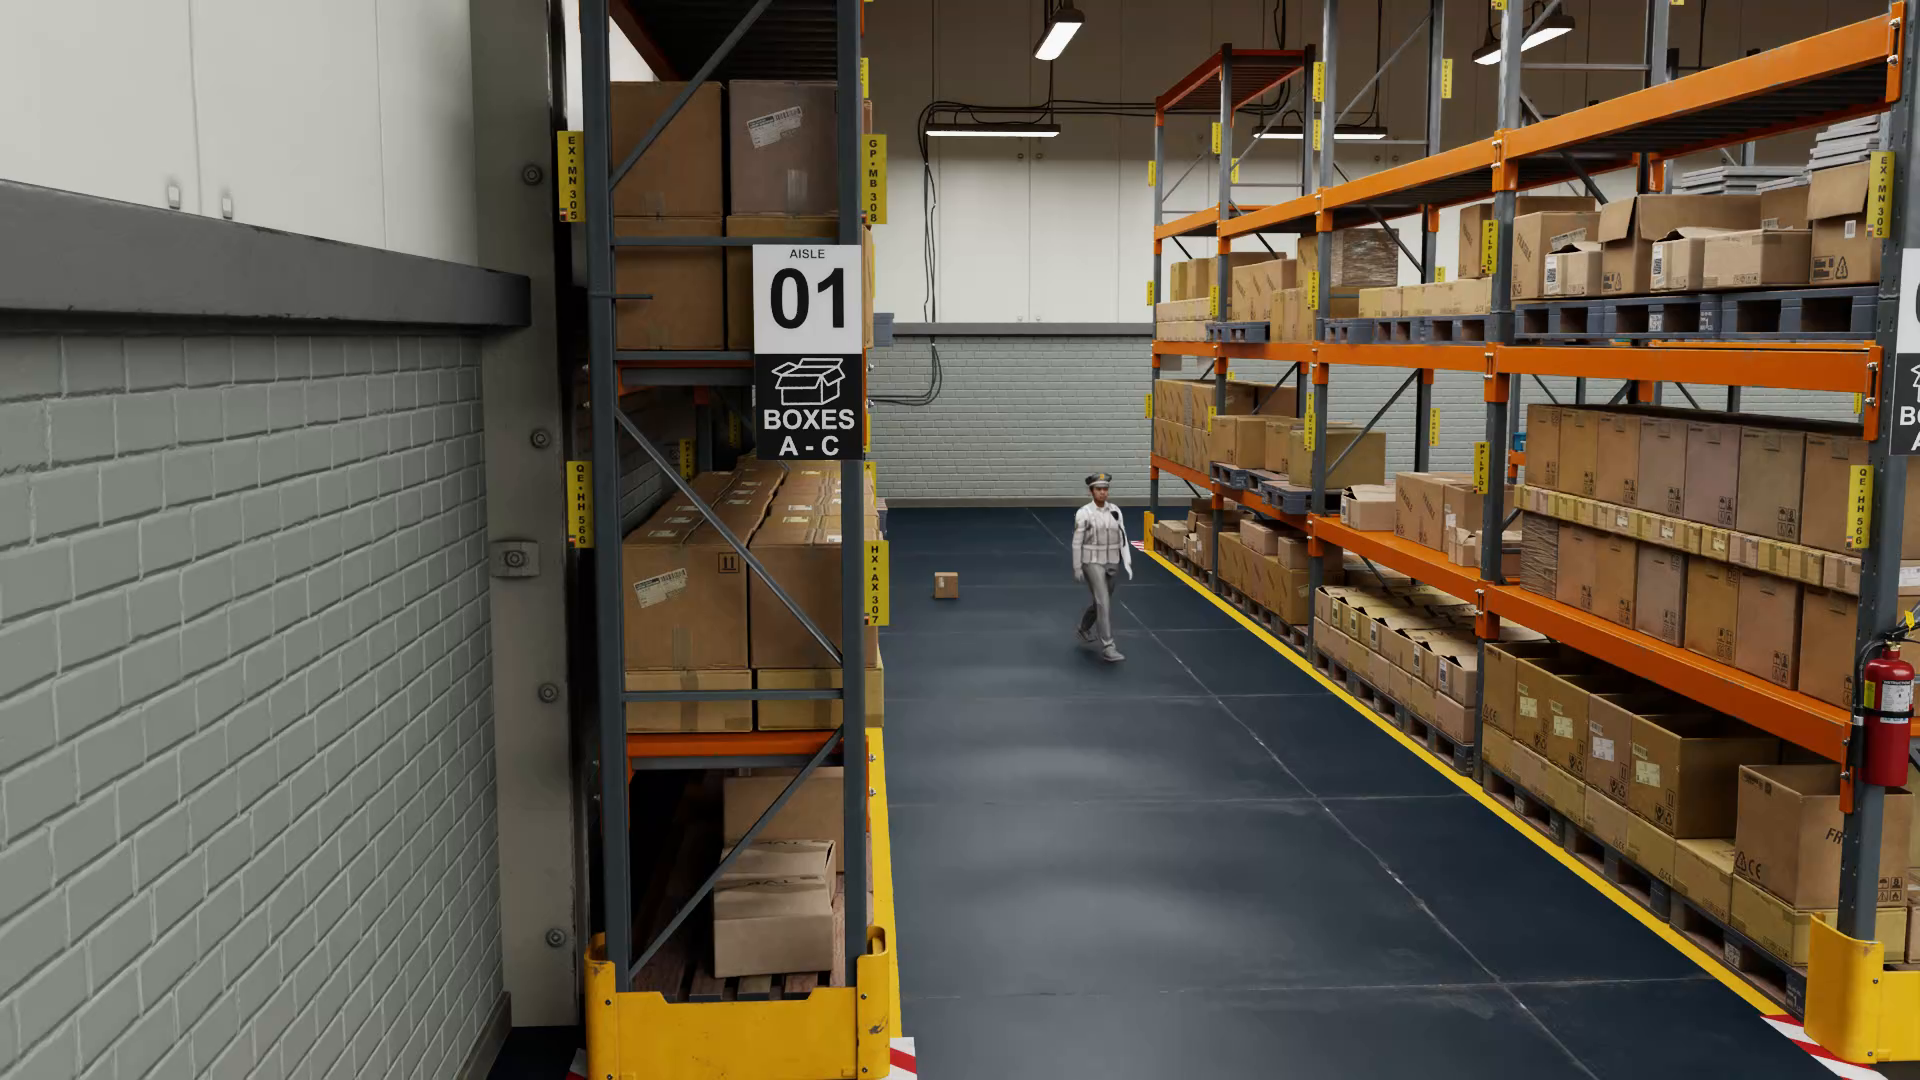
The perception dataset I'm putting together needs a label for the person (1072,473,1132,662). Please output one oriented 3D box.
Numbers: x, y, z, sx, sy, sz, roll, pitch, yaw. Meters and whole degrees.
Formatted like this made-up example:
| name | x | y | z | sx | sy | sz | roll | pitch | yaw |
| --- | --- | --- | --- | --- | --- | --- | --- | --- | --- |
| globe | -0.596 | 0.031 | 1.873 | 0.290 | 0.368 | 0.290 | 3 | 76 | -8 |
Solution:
| name | x | y | z | sx | sy | sz | roll | pitch | yaw |
| --- | --- | --- | --- | --- | --- | --- | --- | --- | --- |
| person | 1.266 | 0.210 | 14.870 | 0.481 | 1.639 | 1.009 | -3 | 8 | -26 |
